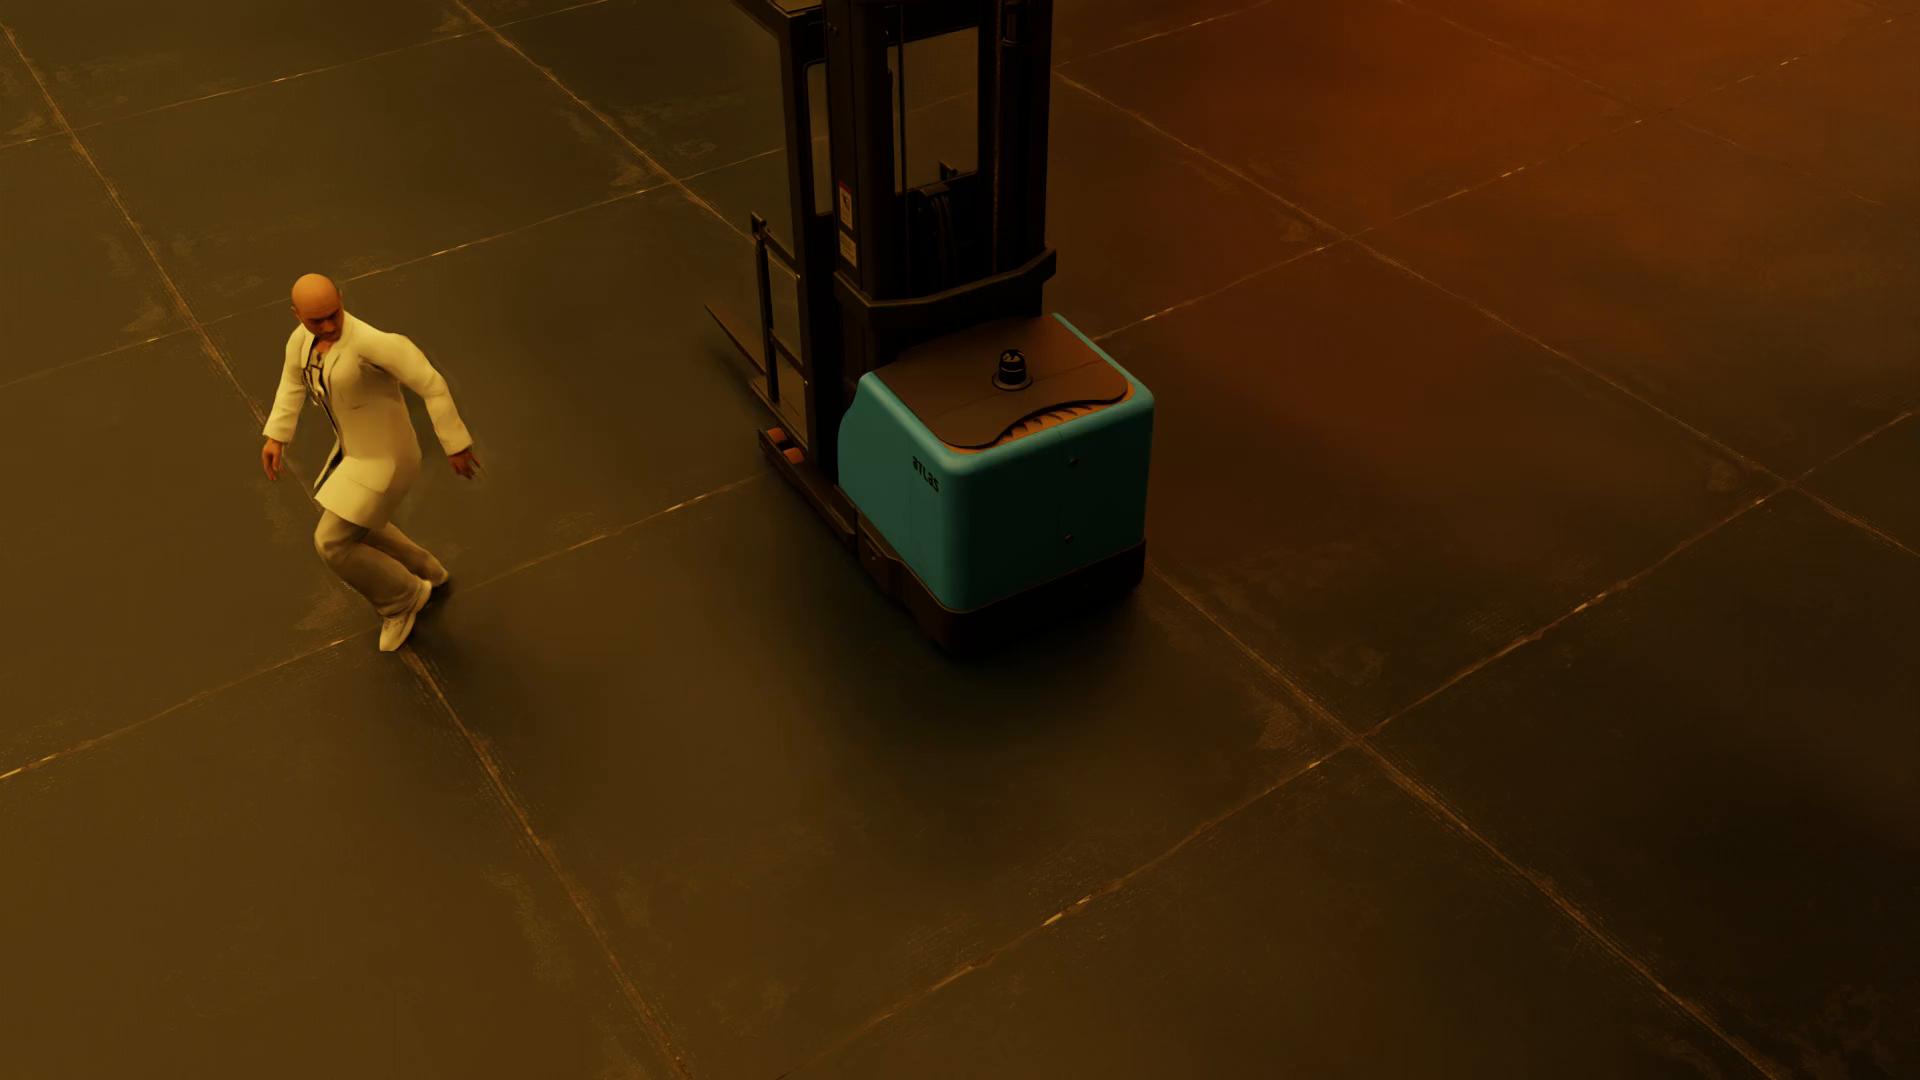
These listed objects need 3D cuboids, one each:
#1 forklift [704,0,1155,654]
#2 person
[{"bbox_3d":[-0.349,-1.557,7.445,1.130,2.935,3.031,-21,44,-23],"label":"forklift"},{"bbox_3d":[-2.486,-0.338,6.962,0.757,1.730,0.773,-24,45,-26],"label":"person"}]
